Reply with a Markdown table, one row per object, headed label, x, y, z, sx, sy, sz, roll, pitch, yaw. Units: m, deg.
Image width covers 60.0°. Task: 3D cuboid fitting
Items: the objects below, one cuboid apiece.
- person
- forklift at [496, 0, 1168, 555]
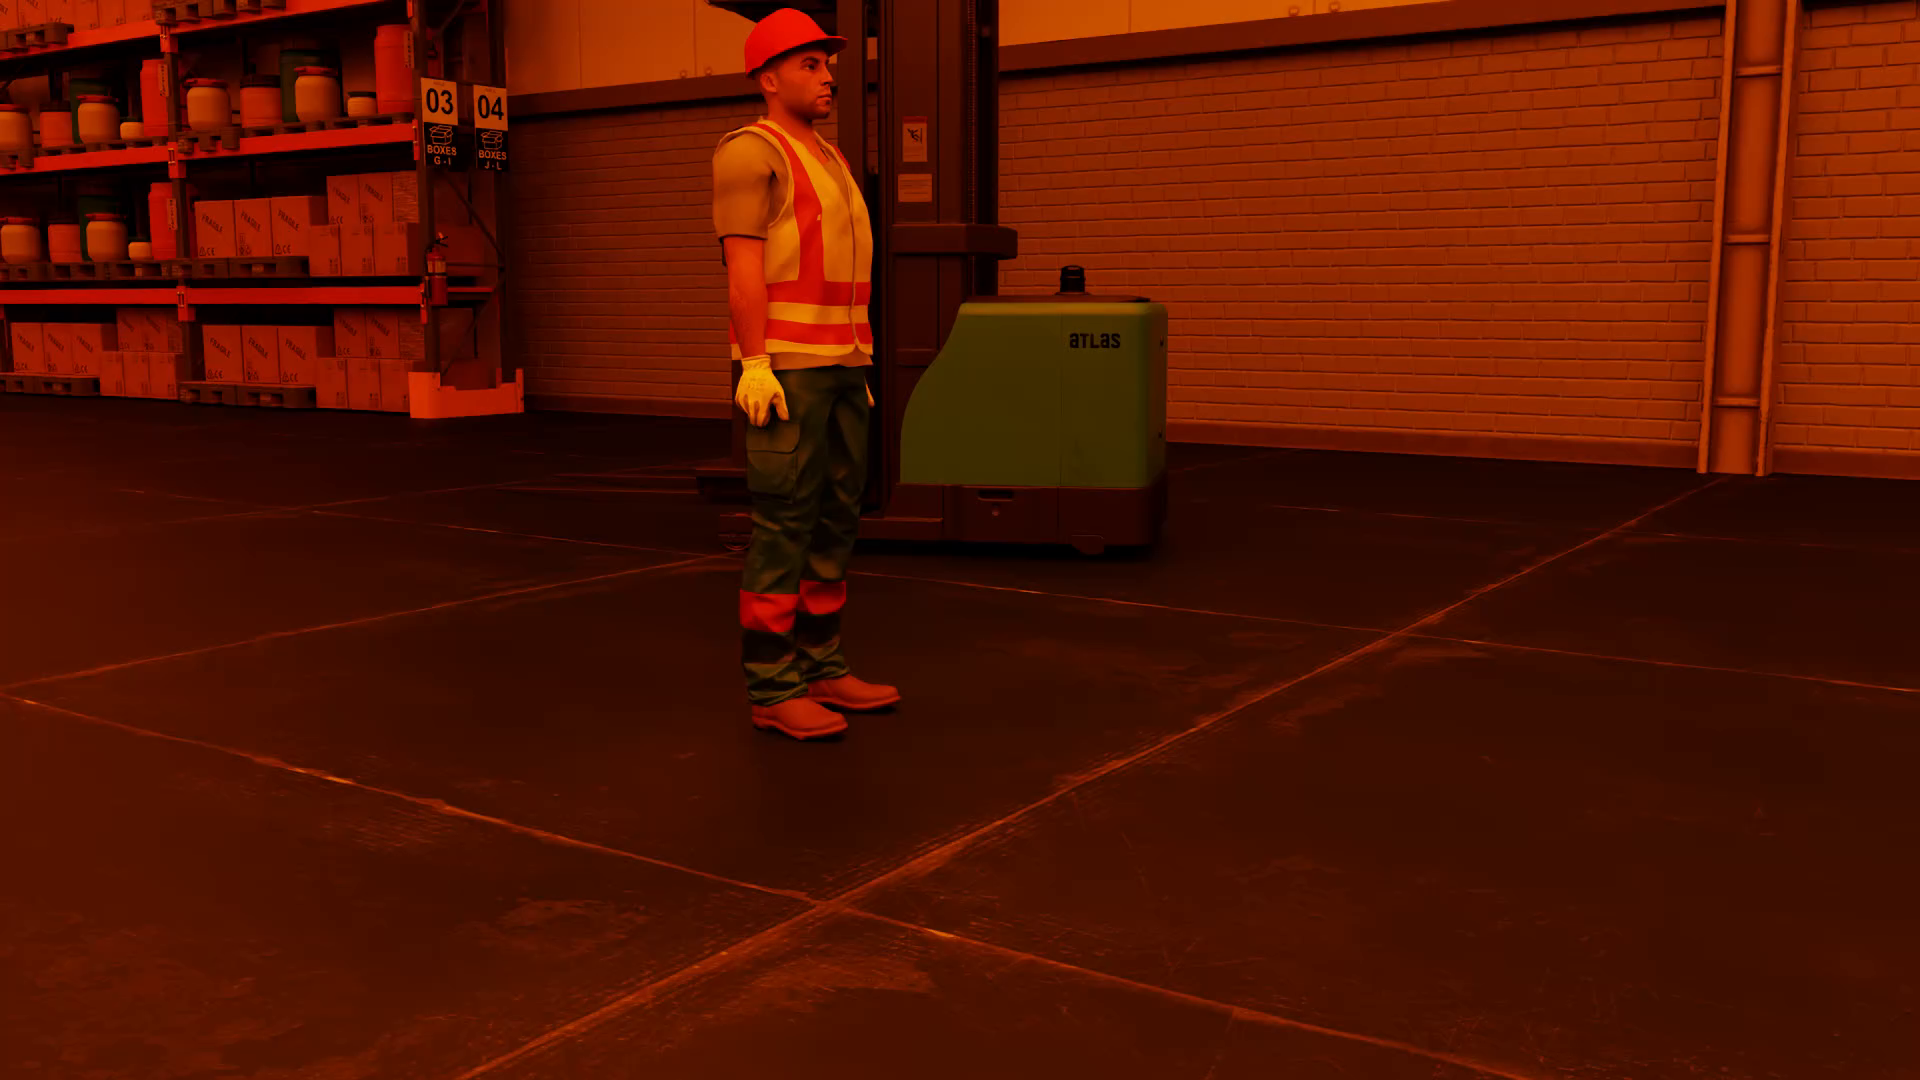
| label | x | y | z | sx | sy | sz | roll | pitch | yaw |
| --- | --- | --- | --- | --- | --- | --- | --- | --- | --- |
| person | -0.381 | -0.423 | 4.225 | 0.376 | 1.795 | 0.536 | 3 | 9 | 23 |
| forklift | -0.596 | -1.469 | 7.520 | 3.031 | 2.935 | 1.130 | 2 | 8 | 12 |
